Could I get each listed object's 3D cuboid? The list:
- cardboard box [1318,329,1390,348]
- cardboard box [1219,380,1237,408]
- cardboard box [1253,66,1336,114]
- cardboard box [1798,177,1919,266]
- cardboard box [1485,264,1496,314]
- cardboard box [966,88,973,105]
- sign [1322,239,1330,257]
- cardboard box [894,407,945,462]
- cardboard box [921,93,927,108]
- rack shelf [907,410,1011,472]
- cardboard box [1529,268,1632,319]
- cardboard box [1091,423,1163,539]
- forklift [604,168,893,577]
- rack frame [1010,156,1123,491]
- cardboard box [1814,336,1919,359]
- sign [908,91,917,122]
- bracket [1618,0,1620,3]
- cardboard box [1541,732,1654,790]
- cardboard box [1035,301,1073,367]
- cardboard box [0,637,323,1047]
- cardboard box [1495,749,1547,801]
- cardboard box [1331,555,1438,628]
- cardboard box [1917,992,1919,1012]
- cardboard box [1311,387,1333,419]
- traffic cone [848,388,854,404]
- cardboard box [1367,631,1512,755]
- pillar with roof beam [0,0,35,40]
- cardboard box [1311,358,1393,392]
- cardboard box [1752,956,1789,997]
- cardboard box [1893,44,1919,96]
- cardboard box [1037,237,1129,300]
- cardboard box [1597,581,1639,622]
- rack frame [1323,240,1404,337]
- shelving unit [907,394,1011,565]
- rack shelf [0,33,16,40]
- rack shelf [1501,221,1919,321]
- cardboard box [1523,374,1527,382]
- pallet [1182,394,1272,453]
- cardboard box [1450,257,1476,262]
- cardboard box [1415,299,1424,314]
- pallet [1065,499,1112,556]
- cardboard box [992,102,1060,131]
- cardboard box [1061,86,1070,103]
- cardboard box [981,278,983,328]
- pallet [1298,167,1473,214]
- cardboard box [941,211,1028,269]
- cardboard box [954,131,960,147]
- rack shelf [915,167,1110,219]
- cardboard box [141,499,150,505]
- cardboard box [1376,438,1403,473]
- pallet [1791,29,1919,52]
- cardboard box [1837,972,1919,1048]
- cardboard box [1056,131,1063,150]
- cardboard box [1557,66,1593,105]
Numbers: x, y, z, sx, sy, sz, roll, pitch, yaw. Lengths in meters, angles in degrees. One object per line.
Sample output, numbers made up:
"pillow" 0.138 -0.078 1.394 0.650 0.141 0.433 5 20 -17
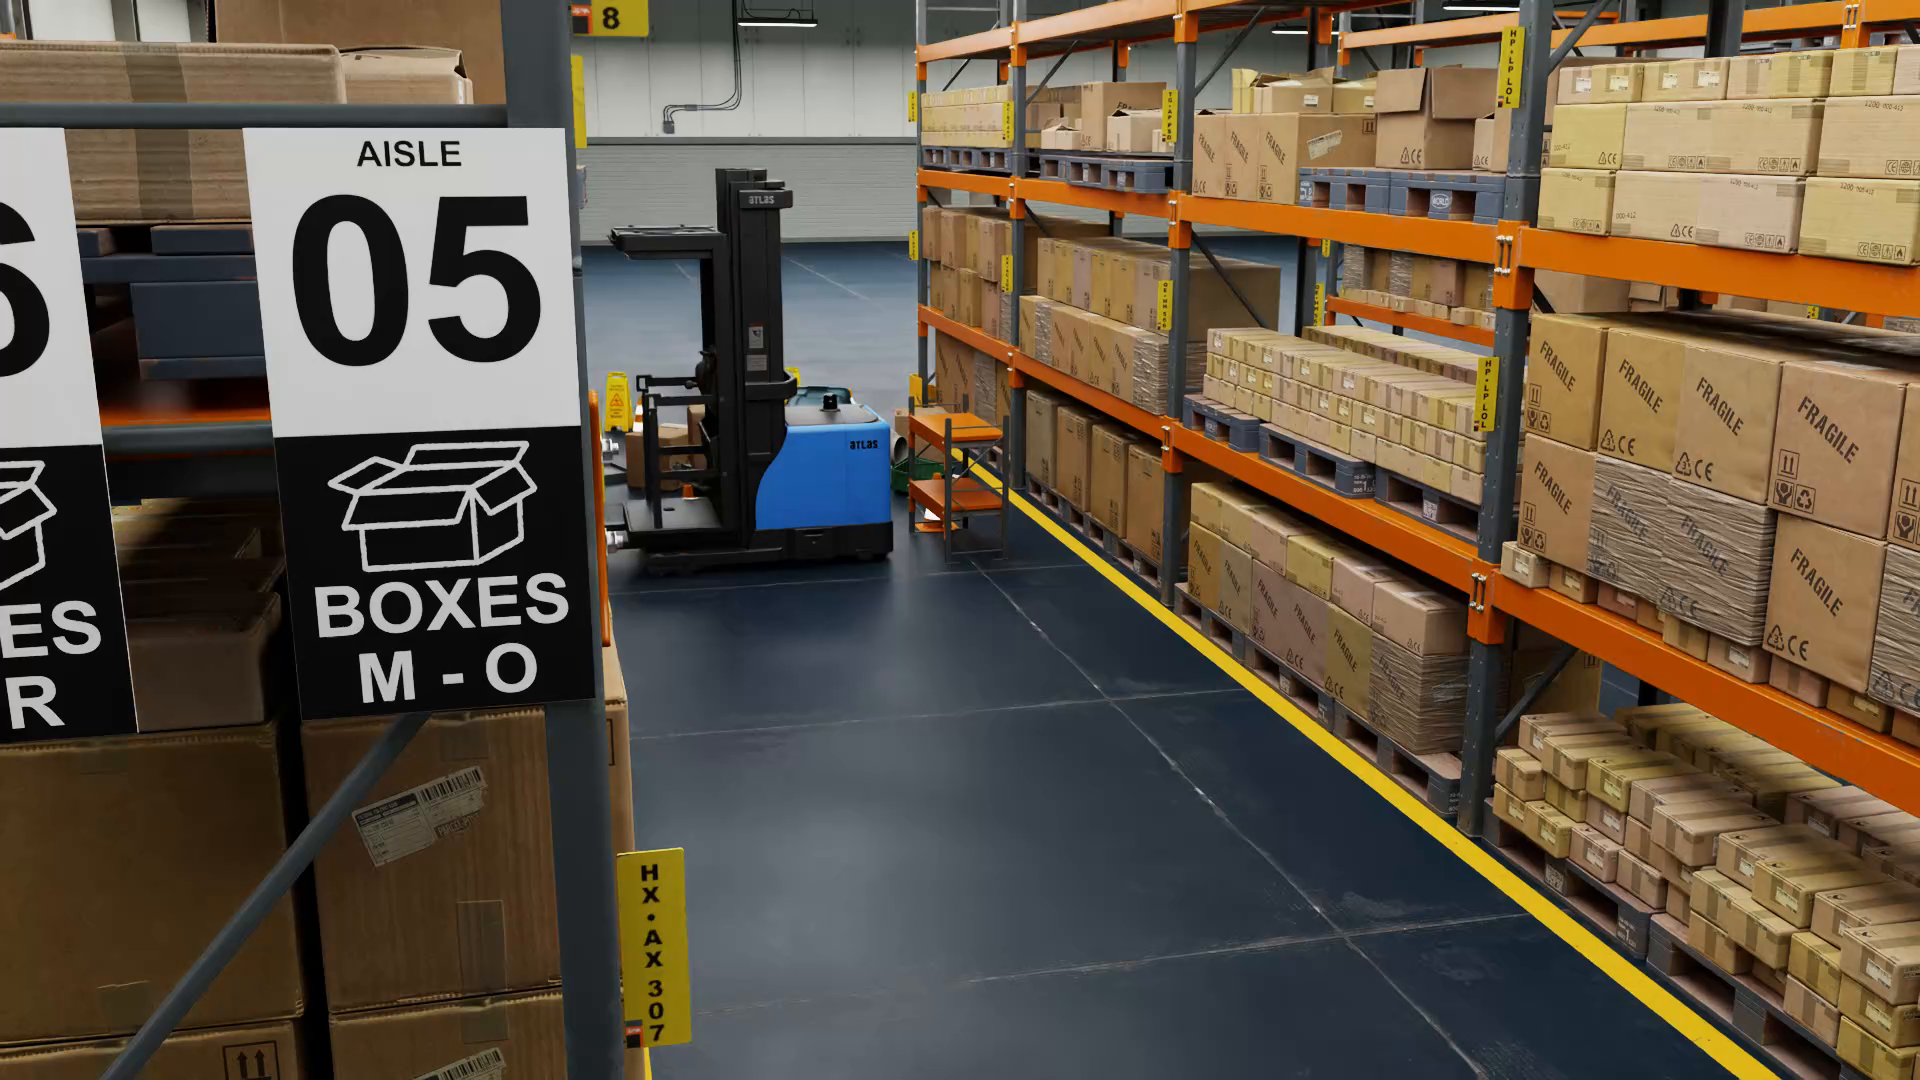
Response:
"cardboard box" 2.518 -1.254 10.631 0.380 0.149 0.250 -3 14 -14
"cardboard box" 1.872 -0.934 10.575 0.380 0.149 0.250 -3 14 -10
"cardboard box" 1.947 -2.622 9.695 0.396 0.266 0.258 -3 14 -13
"cardboard box" 3.041 -1.012 5.243 0.500 0.250 0.500 -3 14 -11
"cardboard box" 5.760 -2.505 16.522 0.875 0.500 0.500 -3 14 -13
"cardboard box" 0.270 -4.284 16.076 0.380 0.149 0.250 -3 14 -14
"sign" 4.339 -3.518 19.681 0.100 0.325 0.005 -3 14 -13
"cardboard box" -0.401 -1.039 16.622 0.500 0.500 0.500 -1 14 -3
"cardboard box" -0.209 -4.755 18.001 0.380 0.149 0.250 -3 14 -13
"rack shelf" -0.021 -0.784 13.003 0.538 0.278 1.000 -4 15 -17
"cardboard box" 5.856 -2.509 15.227 1.000 1.000 1.000 -3 14 -13
"cardboard box" 1.636 -0.487 12.955 1.050 0.750 0.750 -3 14 -12
"forklift" -2.087 -1.291 12.536 3.031 2.935 1.130 -3 14 -13
"rack frame" 0.961 -1.951 15.094 1.000 3.000 0.127 -3 14 -13
"cardboard box" 3.446 -0.453 6.019 0.500 0.500 0.500 -3 14 -12
"sign" -0.519 -4.765 18.281 0.100 0.325 0.005 -3 14 -13
"bracket" 15.646 -12.734 39.002 0.235 0.232 0.430 -3 14 -13
"cardboard box" 2.726 0.944 7.112 0.380 0.149 0.250 -3 14 -10
"cardboard box" 0.942 -1.747 14.048 0.500 0.500 0.500 -3 14 -13
"cardboard box" -1.353 0.484 2.809 0.500 0.500 0.500 -3 14 -11
"cardboard box" 2.614 1.032 7.378 0.380 0.149 0.250 -3 14 -11
"cardboard box" 2.311 0.263 8.832 0.500 0.250 0.500 -3 14 -11
"cardboard box" 3.222 1.424 5.148 0.380 0.149 0.250 -4 14 -15
"cardboard box" 2.190 -0.773 9.290 0.380 0.149 0.250 -3 14 -11
"traffic cone" -1.234 -1.440 18.347 0.336 0.463 0.334 -3 14 -13
"cardboard box" 2.421 0.748 8.428 0.500 0.500 0.500 -4 14 -14
"pillar with roof beam" -7.527 -6.625 21.583 9.100 9.000 0.400 -3 14 -13
"cardboard box" 2.186 -0.921 9.269 0.380 0.149 0.250 -3 14 -14
"cardboard box" 3.093 1.530 5.965 0.380 0.149 0.250 -3 14 -12
"cardboard box" 3.076 -1.420 5.023 0.380 0.149 0.250 -4 14 -15
"cardboard box" 1.083 -2.371 14.496 0.700 0.500 0.500 -4 14 -14
"cardboard box" 2.835 0.214 6.761 0.380 0.149 0.250 -4 14 -16
"rack frame" 4.867 -3.127 19.907 1.000 3.000 0.127 -3 14 -13
"shelving unit" -0.022 -0.501 13.076 0.538 1.125 1.048 -4 15 -17
"rack shelf" -9.121 -4.207 14.043 1.077 0.370 4.000 -3 14 -13
"rack shelf" 3.310 -0.752 5.381 1.077 0.370 4.000 -3 14 -13
"cardboard box" 3.009 -0.774 8.667 0.380 0.149 0.250 -3 14 -14
"pallet" 2.171 -0.777 10.691 1.213 0.211 1.003 -3 14 -13
"cardboard box" 5.314 -3.087 16.799 0.500 0.500 0.500 -3 14 -13
"cardboard box" 5.147 -2.525 17.969 0.380 0.149 0.250 -3 14 -13
"pallet" 1.505 -0.141 13.560 1.003 0.211 1.213 -3 14 -13
"cardboard box" 0.596 -3.832 15.065 0.500 0.250 0.500 -3 14 -14
"cardboard box" 1.145 -4.088 15.274 0.380 0.149 0.250 -3 14 -14
"cardboard box" 0.699 -2.365 16.473 0.875 0.550 0.550 -3 14 -13
"pallet" 2.552 -1.859 8.792 1.213 0.211 1.003 -3 14 -13
"cardboard box" 0.289 -3.125 17.308 0.875 0.550 0.550 -3 14 -13
"cardboard box" 0.147 -4.015 16.655 0.380 0.149 0.250 -3 14 -13
"rack shelf" 0.491 -3.520 16.712 1.077 0.370 4.000 -3 14 -13
"cardboard box" -1.641 -0.096 3.816 0.380 0.149 0.250 -3 14 -12
"cardboard box" 2.377 -0.444 8.568 0.380 0.149 0.250 -4 14 -16
"pallet" 10.110 -5.580 18.545 1.003 0.211 1.213 -3 14 -13
"cardboard box" 3.120 1.509 5.426 0.380 0.149 0.250 -3 14 -12
"cardboard box" 0.963 -3.286 13.670 0.250 0.149 0.380 -3 14 -13
"cardboard box" 2.673 -1.846 6.765 0.380 0.149 0.250 -4 14 -14
